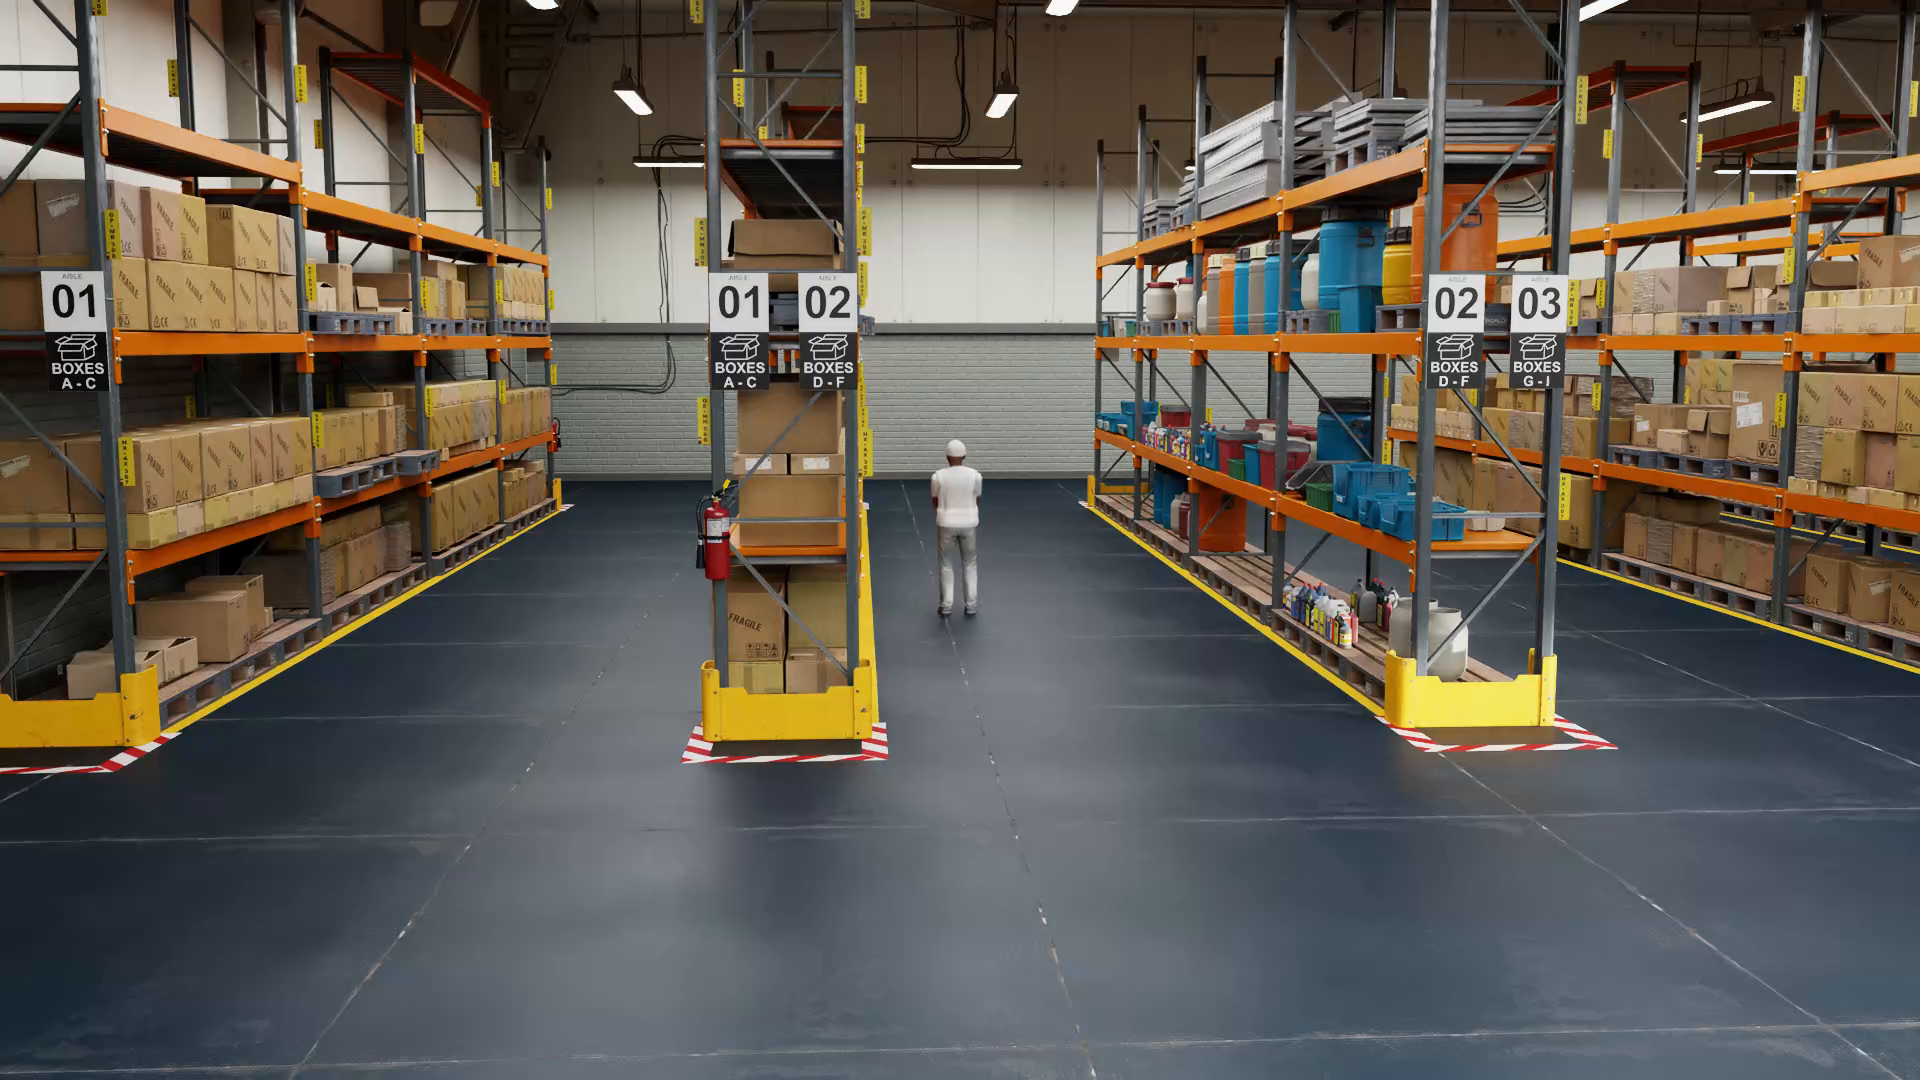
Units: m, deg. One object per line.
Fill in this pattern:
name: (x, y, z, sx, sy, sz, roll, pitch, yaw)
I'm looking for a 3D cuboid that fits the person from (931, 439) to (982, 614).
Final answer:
person: (-0.041, -0.148, 16.881, 0.510, 1.767, 0.575, 0, 7, -4)
